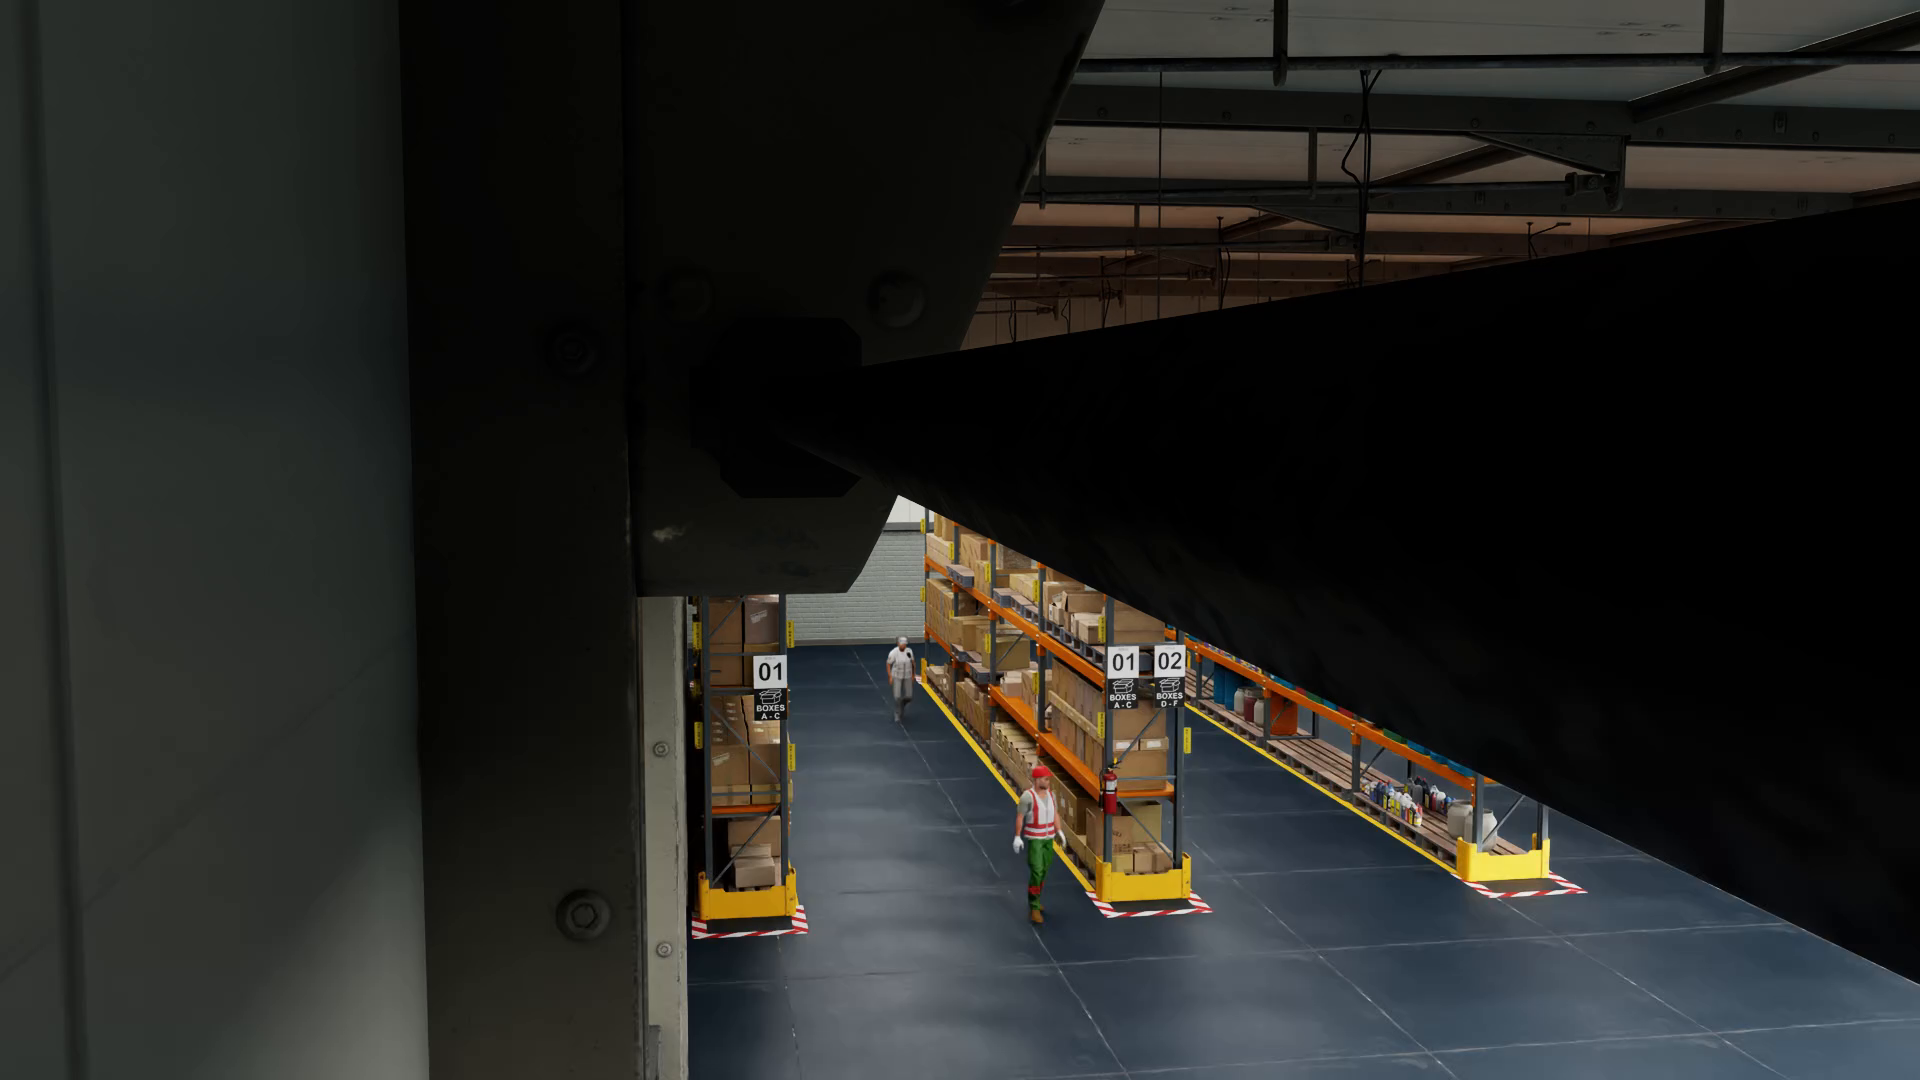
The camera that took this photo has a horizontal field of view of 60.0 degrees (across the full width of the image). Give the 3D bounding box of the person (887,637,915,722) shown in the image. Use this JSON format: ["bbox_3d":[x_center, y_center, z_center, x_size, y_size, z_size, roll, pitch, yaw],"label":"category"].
[{"bbox_3d":[-1.156,2.678,32.369,0.571,1.647,0.579,-2,5,-18],"label":"person"}]

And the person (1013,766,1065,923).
[{"bbox_3d":[0.992,3.650,20.141,0.681,1.773,0.660,-4,6,-38],"label":"person"}]
